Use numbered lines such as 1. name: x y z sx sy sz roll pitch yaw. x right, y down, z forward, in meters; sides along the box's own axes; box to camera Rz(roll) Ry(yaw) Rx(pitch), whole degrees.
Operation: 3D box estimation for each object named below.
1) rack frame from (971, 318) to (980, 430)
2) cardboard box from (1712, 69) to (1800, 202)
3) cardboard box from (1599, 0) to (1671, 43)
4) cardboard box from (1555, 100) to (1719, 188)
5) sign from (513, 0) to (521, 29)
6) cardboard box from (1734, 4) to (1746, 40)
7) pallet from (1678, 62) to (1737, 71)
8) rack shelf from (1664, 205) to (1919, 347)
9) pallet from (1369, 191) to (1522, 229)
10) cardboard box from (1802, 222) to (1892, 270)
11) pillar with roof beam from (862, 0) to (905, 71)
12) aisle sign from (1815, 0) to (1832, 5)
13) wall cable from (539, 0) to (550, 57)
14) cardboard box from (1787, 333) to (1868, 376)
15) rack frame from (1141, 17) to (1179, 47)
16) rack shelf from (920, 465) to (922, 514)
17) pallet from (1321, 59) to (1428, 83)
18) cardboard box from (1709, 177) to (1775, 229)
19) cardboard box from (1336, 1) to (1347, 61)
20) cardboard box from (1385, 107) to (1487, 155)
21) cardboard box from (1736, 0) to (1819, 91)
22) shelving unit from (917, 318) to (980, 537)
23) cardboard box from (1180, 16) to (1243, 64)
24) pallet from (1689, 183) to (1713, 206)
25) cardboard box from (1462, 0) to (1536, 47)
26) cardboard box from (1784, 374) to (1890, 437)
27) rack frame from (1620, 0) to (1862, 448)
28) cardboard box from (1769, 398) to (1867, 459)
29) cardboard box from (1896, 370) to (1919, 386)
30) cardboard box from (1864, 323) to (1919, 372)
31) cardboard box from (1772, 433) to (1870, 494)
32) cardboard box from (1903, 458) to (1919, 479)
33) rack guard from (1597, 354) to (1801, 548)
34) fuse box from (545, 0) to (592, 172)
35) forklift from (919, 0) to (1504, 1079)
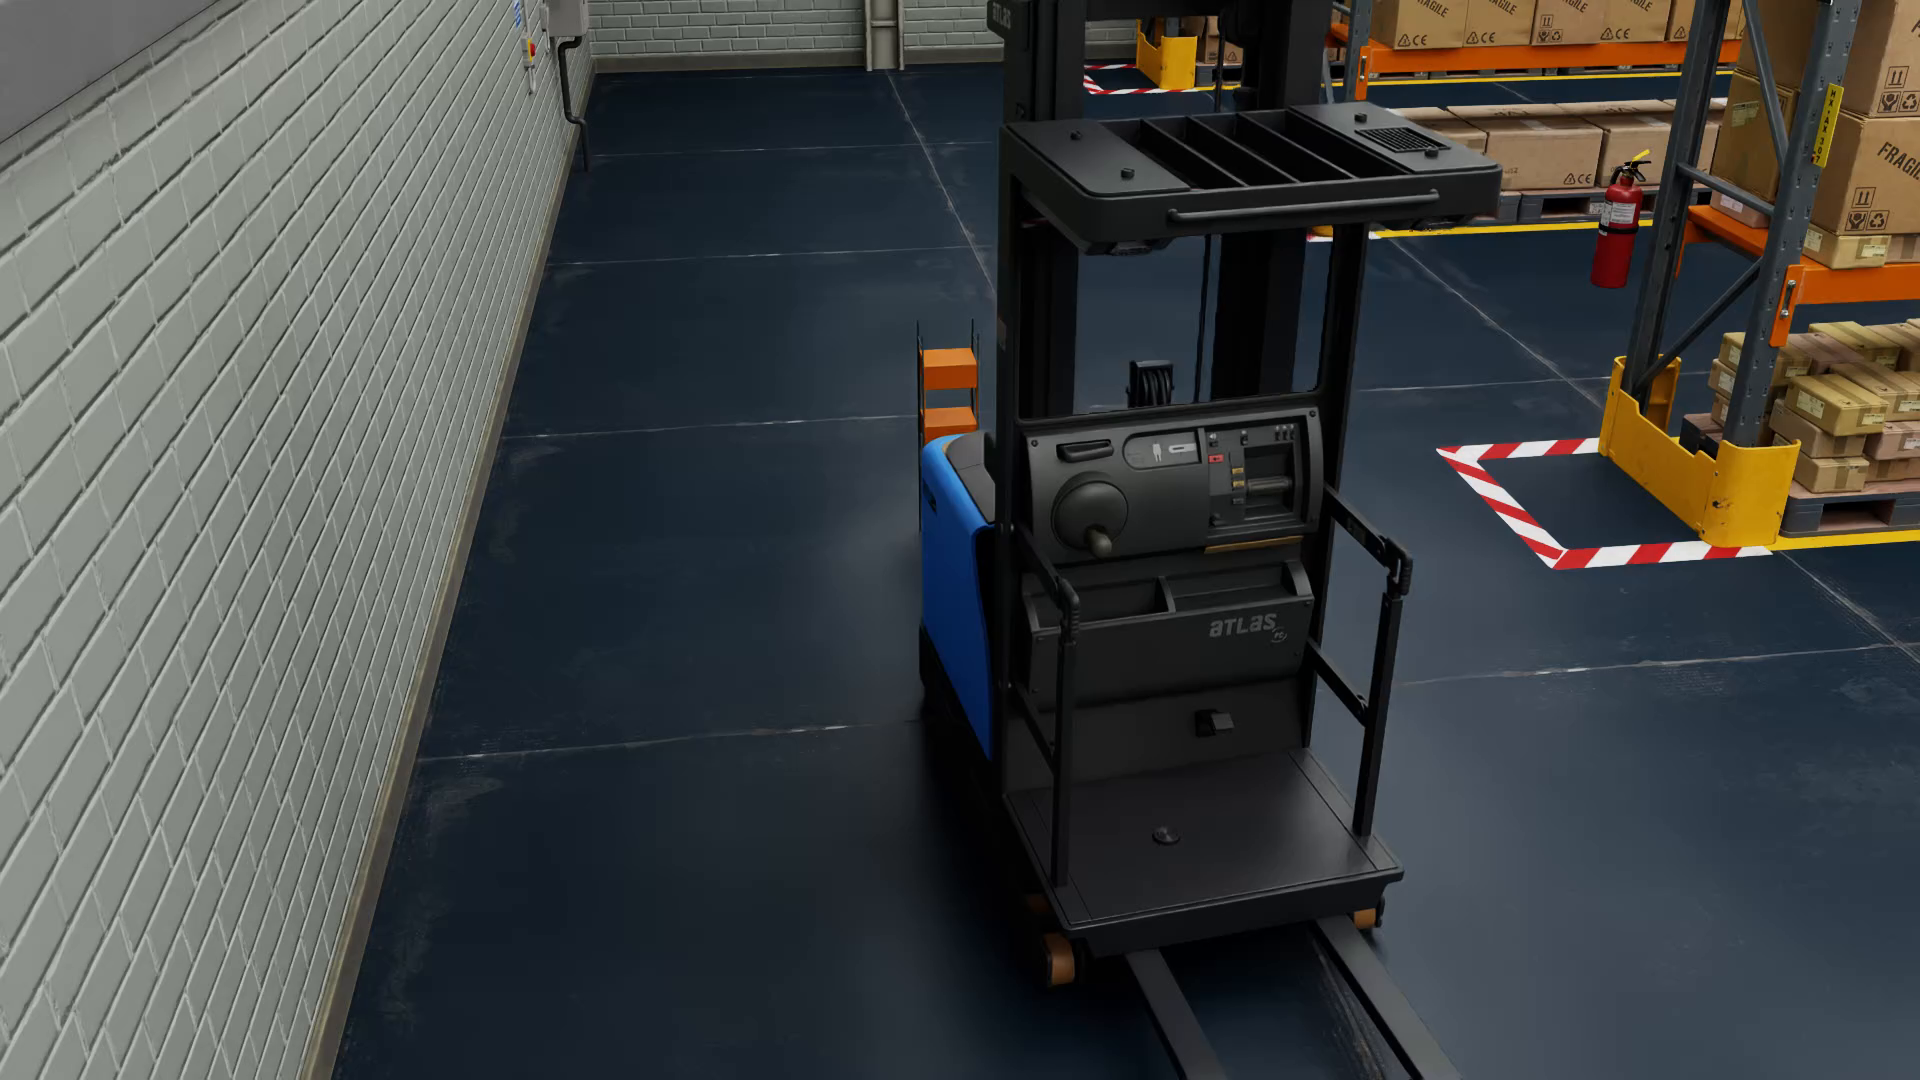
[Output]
1. rack frame: 0.068 -0.471 7.519 0.008 1.050 0.200 -4 27 -7
2. cardboard box: 3.896 -1.885 7.703 0.500 0.500 0.500 -3 27 -6
3. cardboard box: 4.709 -3.848 11.855 0.500 0.500 0.500 -3 27 -5
4. cardboard box: 5.135 -3.047 12.750 0.875 0.438 0.875 -4 27 -9
5. sign: -2.937 -3.520 11.029 0.001 0.218 0.327 -4 27 -7
6. cardboard box: 5.726 -3.913 11.982 0.500 0.500 0.500 -4 27 -8
7. pallet: 7.974 -5.200 17.653 1.213 0.211 1.003 -4 27 -7
8. rack shelf: 5.467 -1.371 7.923 4.000 0.370 1.077 -4 27 -7
9. pallet: 3.478 -2.640 12.665 1.213 0.211 1.003 -4 27 -7
10. cardboard box: 3.853 -1.324 7.320 0.250 0.149 0.380 -4 27 -8
11. pillar with roof beam: -0.194 -6.997 11.530 0.400 9.000 9.100 -4 27 -7
12. aisle sign: 3.456 -2.580 6.644 0.004 0.787 0.394 -4 27 -7
13. wall cable: -3.092 -4.518 12.157 0.122 1.984 0.588 -4 27 -7
14. cardboard box: 4.233 -0.885 8.200 0.250 0.149 0.380 -3 27 -6
15. rack frame: 2.002 -6.038 16.233 0.127 3.000 1.000 -4 27 -7
16. rack shelf: -0.053 -0.207 7.635 0.240 0.259 0.215 -4 27 -7
17. pallet: 4.072 -4.930 17.127 1.213 0.211 1.003 -4 27 -7
18. cardboard box: 3.770 -1.600 7.858 0.250 0.149 0.380 -4 27 -7
19. cardboard box: 4.010 -5.134 16.749 0.500 0.500 0.500 -3 27 -6
20. cardboard box: 3.337 -2.929 12.519 0.875 0.438 0.875 -5 28 -9
21. cardboard box: 3.905 -2.327 7.468 0.500 0.500 0.500 -4 27 -8
22. shelving unit: -0.053 -0.464 7.504 0.252 1.050 0.215 -4 27 -7
23. cardboard box: 2.621 -5.111 16.699 0.637 0.503 0.797 -5 28 -9
24. pallet: 5.894 -2.796 12.967 1.213 0.211 1.003 -4 27 -7
25. cardboard box: 3.709 -3.785 11.731 0.500 0.500 0.500 -4 27 -8
26. cardboard box: 4.053 -0.626 7.696 0.250 0.149 0.380 -5 28 -9
27. rack frame: 3.487 -1.563 7.511 0.127 3.000 1.000 -4 27 -7
28. cardboard box: 4.041 -0.532 7.837 0.250 0.149 0.380 -3 27 -5
29. cardboard box: 4.577 -0.656 7.755 0.250 0.149 0.380 -4 27 -7
30. cardboard box: 4.737 -0.947 8.320 0.250 0.149 0.380 -5 28 -9
31. cardboard box: 4.050 -0.370 7.849 0.250 0.149 0.380 -3 27 -6
32. cardboard box: 4.543 -0.443 7.991 0.250 0.149 0.380 -3 27 -7
33. rack guard: 3.562 -0.456 8.091 0.348 0.500 1.175 -4 27 -7
34. fuse box: -3.032 -3.811 13.303 0.414 1.711 0.539 -4 27 -7
35. forklift: 0.707 -0.135 4.803 1.130 2.935 3.031 -7 28 -13
